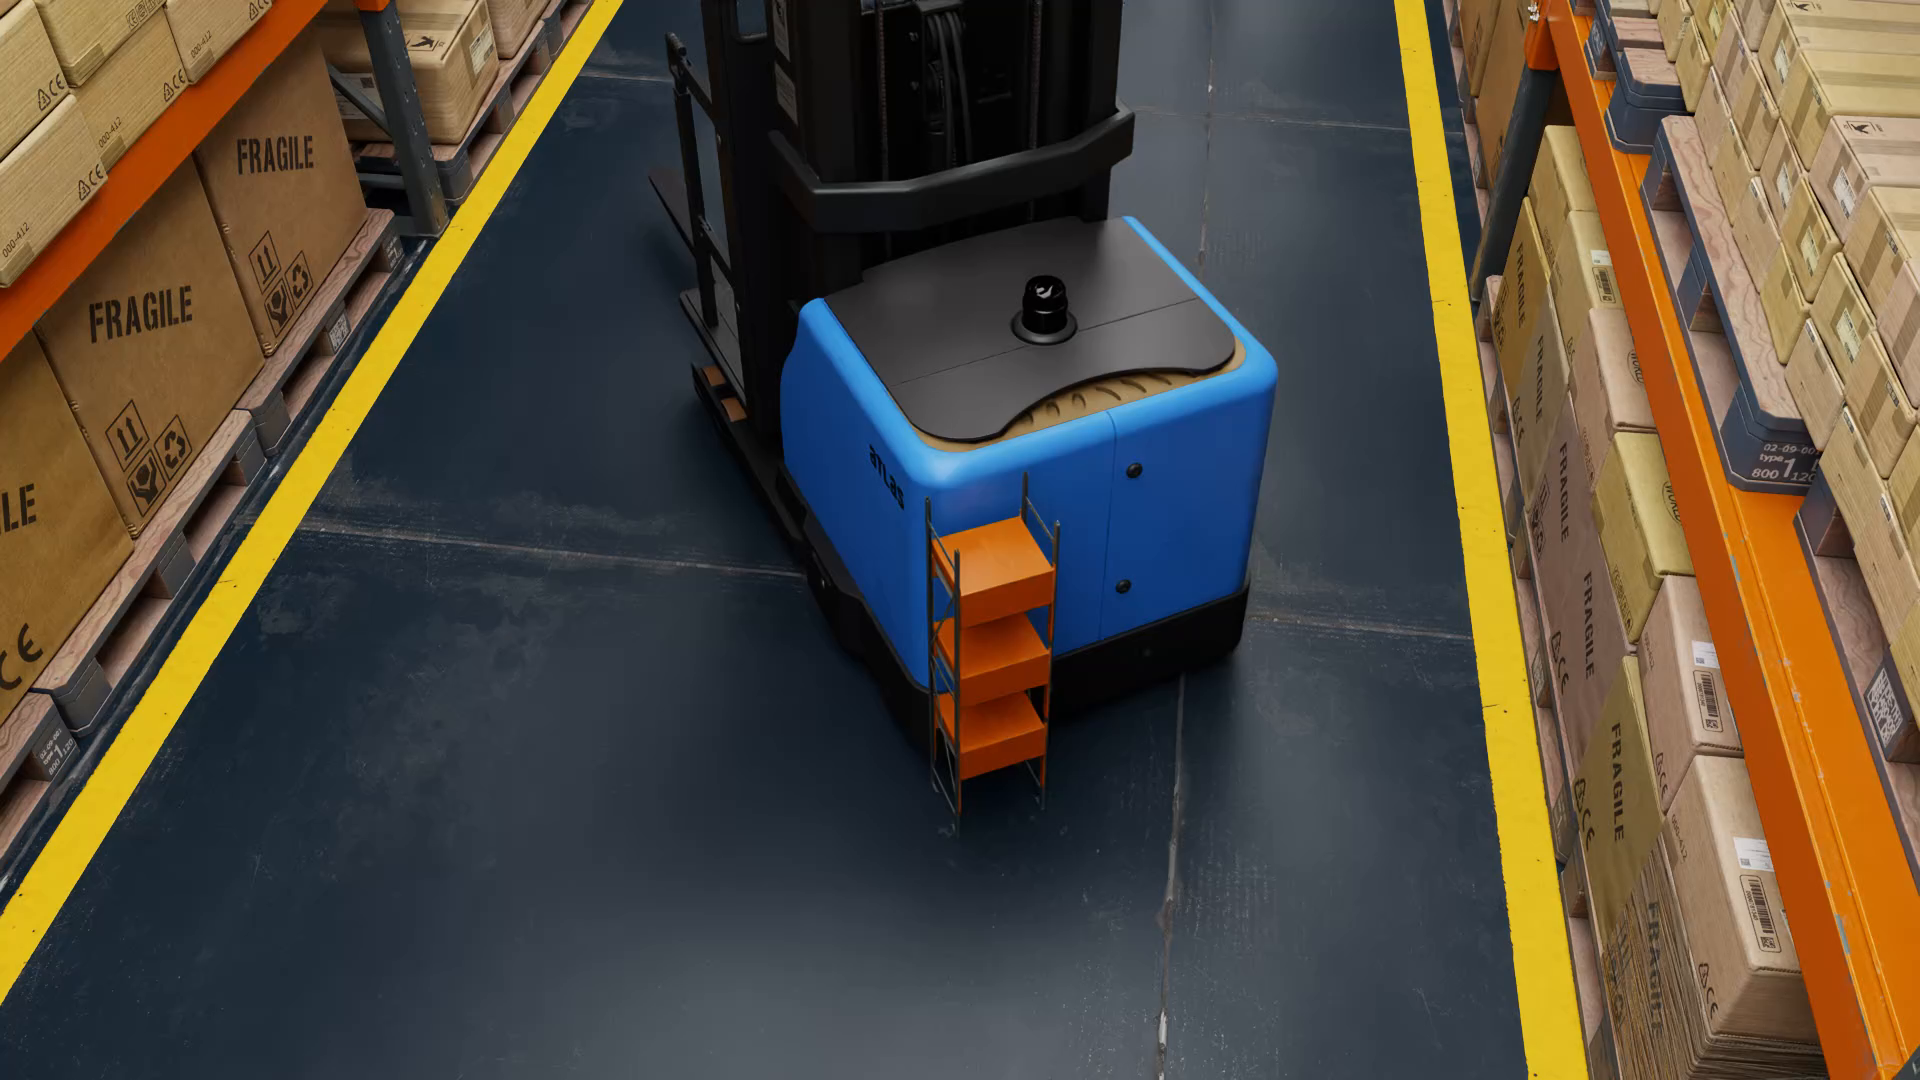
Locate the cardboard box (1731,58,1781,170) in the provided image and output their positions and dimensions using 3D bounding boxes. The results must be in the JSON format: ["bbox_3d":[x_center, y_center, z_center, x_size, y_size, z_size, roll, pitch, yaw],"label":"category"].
[{"bbox_3d":[1.971,-0.945,3.727,0.380,0.149,0.250,5,44,5],"label":"cardboard box"}]

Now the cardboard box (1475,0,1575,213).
[{"bbox_3d":[2.572,-1.707,6.202,1.050,0.750,0.750,5,44,5],"label":"cardboard box"}]

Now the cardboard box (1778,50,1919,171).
[{"bbox_3d":[1.941,-0.879,3.441,0.380,0.149,0.250,5,44,5],"label":"cardboard box"}]

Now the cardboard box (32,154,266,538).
[{"bbox_3d":[-2.813,-0.656,5.001,0.875,0.875,0.875,6,44,6],"label":"cardboard box"}]

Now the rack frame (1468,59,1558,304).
[{"bbox_3d":[2.403,-1.964,5.143,1.000,3.000,0.127,5,44,6],"label":"rack frame"}]

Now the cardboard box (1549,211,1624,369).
[{"bbox_3d":[2.005,-0.688,4.762,0.500,0.250,0.500,5,44,5],"label":"cardboard box"}]

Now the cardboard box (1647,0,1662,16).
[{"bbox_3d":[2.108,-1.556,4.589,0.380,0.149,0.250,7,44,8],"label":"cardboard box"}]

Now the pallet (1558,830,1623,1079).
[{"bbox_3d":[1.975,1.243,3.783,1.003,0.211,1.213,5,44,6],"label":"pallet"}]

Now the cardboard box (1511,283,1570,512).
[{"bbox_3d":[1.993,-0.407,5.011,0.500,0.500,0.500,6,44,6],"label":"cardboard box"}]

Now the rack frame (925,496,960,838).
[{"bbox_3d":[-0.040,0.345,4.122,0.008,1.050,0.200,-15,46,-15],"label":"rack frame"}]

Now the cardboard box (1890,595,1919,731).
[{"bbox_3d":[1.764,0.235,2.698,0.380,0.149,0.250,5,44,6],"label":"cardboard box"}]

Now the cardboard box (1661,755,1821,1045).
[{"bbox_3d":[1.722,0.714,3.282,0.500,0.250,0.500,4,44,4],"label":"cardboard box"}]

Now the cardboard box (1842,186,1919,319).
[{"bbox_3d":[1.875,-0.512,3.054,0.380,0.149,0.250,4,44,4],"label":"cardboard box"}]

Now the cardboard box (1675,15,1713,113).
[{"bbox_3d":[2.039,-1.188,4.201,0.380,0.149,0.250,7,44,7],"label":"cardboard box"}]

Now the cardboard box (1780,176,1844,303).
[{"bbox_3d":[1.901,-0.596,3.358,0.380,0.149,0.250,5,44,6],"label":"cardboard box"}]

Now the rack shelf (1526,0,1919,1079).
[{"bbox_3d":[2.138,-0.340,3.951,1.077,0.370,4.000,5,44,6],"label":"rack shelf"}]

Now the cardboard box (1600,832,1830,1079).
[{"bbox_3d":[1.722,0.989,3.536,0.500,0.500,0.500,4,44,5],"label":"cardboard box"}]

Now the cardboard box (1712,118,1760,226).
[{"bbox_3d":[1.970,-0.835,3.828,0.380,0.149,0.250,6,44,6],"label":"cardboard box"}]

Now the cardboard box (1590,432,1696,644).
[{"bbox_3d":[1.859,0.003,4.032,0.500,0.250,0.500,3,44,4],"label":"cardboard box"}]

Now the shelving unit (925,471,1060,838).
[{"bbox_3d":[0.073,0.314,4.154,0.252,1.050,0.215,-15,46,-15],"label":"shelving unit"}]

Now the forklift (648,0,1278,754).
[{"bbox_3d":[-0.261,-1.500,4.702,1.130,2.935,3.031,-18,46,-18],"label":"forklift"}]

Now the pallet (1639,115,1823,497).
[{"bbox_3d":[2.182,-0.542,3.780,1.003,0.211,1.213,5,44,6],"label":"pallet"}]

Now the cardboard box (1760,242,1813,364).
[{"bbox_3d":[1.899,-0.476,3.449,0.380,0.149,0.250,7,44,7],"label":"cardboard box"}]

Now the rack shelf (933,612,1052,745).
[{"bbox_3d":[0.073,0.322,4.162,0.240,0.259,0.215,-15,46,-15],"label":"rack shelf"}]

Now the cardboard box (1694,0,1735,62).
[{"bbox_3d":[2.041,-1.283,4.085,0.380,0.149,0.250,5,44,6],"label":"cardboard box"}]

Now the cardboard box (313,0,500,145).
[{"bbox_3d":[-2.433,-1.928,6.710,0.950,0.372,0.625,3,43,3],"label":"cardboard box"}]

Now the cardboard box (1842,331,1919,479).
[{"bbox_3d":[1.832,-0.232,2.974,0.380,0.149,0.250,4,44,4],"label":"cardboard box"}]

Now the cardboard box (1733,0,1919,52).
[{"bbox_3d":[2.010,-1.229,3.811,0.380,0.149,0.250,7,44,7],"label":"cardboard box"}]

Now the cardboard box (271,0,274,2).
[{"bbox_3d":[-2.327,-1.923,5.208,0.500,0.250,0.500,4,44,4],"label":"cardboard box"}]

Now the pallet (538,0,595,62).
[{"bbox_3d":[-2.249,-2.694,7.942,1.003,0.211,1.213,5,44,6],"label":"pallet"}]

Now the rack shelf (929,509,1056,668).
[{"bbox_3d":[0.073,0.116,3.966,0.240,0.259,0.215,-15,46,-15],"label":"rack shelf"}]

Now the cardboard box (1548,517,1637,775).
[{"bbox_3d":[1.862,0.291,4.274,0.500,0.500,0.500,4,44,5],"label":"cardboard box"}]

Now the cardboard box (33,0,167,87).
[{"bbox_3d":[-2.441,-1.419,4.312,0.500,0.250,0.500,4,44,4],"label":"cardboard box"}]

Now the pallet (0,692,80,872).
[{"bbox_3d":[-3.019,0.860,4.188,1.003,0.211,1.213,5,44,6],"label":"pallet"}]

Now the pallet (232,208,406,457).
[{"bbox_3d":[-2.696,-0.803,5.944,1.003,0.211,1.213,5,44,6],"label":"pallet"}]

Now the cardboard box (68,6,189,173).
[{"bbox_3d":[-2.461,-1.232,4.478,0.500,0.250,0.500,5,44,5],"label":"cardboard box"}]

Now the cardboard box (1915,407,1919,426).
[{"bbox_3d":[1.804,-0.166,2.688,0.380,0.149,0.250,4,44,4],"label":"cardboard box"}]

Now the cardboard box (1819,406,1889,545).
[{"bbox_3d":[1.832,-0.106,3.057,0.380,0.149,0.250,3,44,3],"label":"cardboard box"}]

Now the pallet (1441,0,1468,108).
[{"bbox_3d":[2.745,-2.311,7.538,1.003,0.211,1.213,5,44,6],"label":"pallet"}]

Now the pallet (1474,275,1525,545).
[{"bbox_3d":[2.298,-0.419,5.539,1.003,0.211,1.213,5,44,6],"label":"pallet"}]
